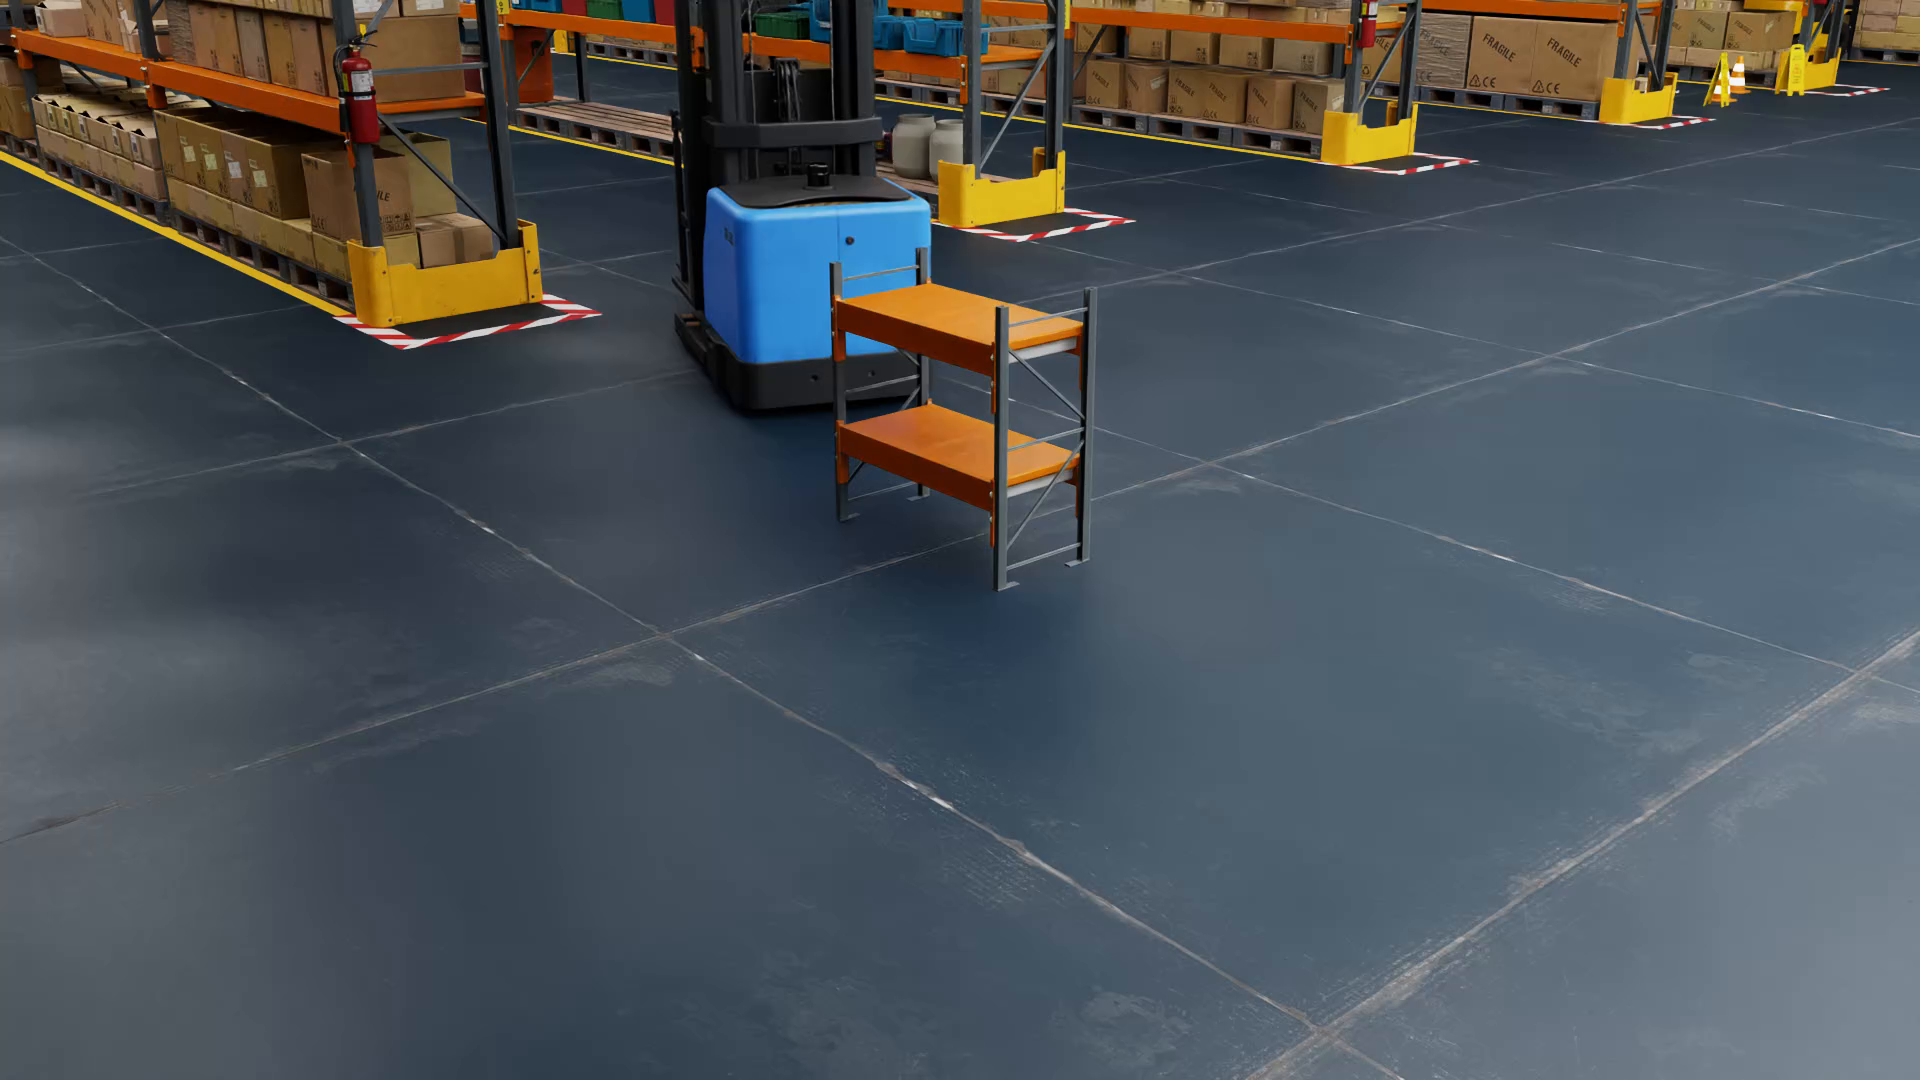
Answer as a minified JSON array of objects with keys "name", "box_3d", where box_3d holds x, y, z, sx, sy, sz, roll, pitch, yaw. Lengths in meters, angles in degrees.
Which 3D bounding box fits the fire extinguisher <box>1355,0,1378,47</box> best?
[{"name":"fire extinguisher","box_3d":[3.916,-5.083,15.954,0.296,0.674,0.183,-17,27,-37]}]

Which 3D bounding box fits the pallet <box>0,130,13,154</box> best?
[{"name":"pallet","box_3d":[-9.790,-4.367,17.844,1.003,0.211,1.213,-17,27,-37]}]

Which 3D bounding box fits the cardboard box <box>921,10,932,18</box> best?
[{"name":"cardboard box","box_3d":[-0.445,-8.971,28.292,0.380,0.149,0.250,-17,27,-37]}]

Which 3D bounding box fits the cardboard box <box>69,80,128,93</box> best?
[{"name":"cardboard box","box_3d":[-8.619,-4.348,16.796,0.500,0.500,0.500,-16,27,-35]}]

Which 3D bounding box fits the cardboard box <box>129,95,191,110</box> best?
[{"name":"cardboard box","box_3d":[-7.339,-3.921,15.308,0.500,0.311,0.500,-18,27,-38]}]

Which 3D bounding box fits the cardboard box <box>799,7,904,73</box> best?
[{"name":"cardboard box","box_3d":[-1.466,-6.872,22.754,1.225,0.875,0.875,-19,28,-40]}]

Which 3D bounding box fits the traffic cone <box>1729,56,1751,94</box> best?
[{"name":"traffic cone","box_3d":[10.440,-6.249,22.305,0.336,0.463,0.334,-17,27,-37]}]

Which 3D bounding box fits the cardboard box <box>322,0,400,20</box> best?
[{"name":"cardboard box","box_3d":[-3.711,-3.311,10.299,0.380,0.149,0.250,-18,28,-38]}]

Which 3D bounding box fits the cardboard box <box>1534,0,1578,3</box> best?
[{"name":"cardboard box","box_3d":[7.362,-6.721,19.825,0.875,0.550,0.550,-17,27,-37]}]

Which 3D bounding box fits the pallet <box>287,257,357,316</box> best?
[{"name":"pallet","box_3d":[-3.848,-1.806,11.304,1.003,0.211,1.213,-17,27,-37]}]

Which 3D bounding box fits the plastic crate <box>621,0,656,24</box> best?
[{"name":"plastic crate","box_3d":[-3.128,-5.409,16.703,0.392,0.384,0.575,-17,27,-37]}]

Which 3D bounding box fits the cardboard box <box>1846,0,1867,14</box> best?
[{"name":"cardboard box","box_3d":[14.244,-8.512,26.427,0.500,0.250,0.500,-17,27,-37]}]

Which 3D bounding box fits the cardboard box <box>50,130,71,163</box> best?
[{"name":"cardboard box","box_3d":[-8.091,-3.675,15.448,0.500,0.250,0.500,-18,28,-39]}]

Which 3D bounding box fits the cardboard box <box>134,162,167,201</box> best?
[{"name":"cardboard box","box_3d":[-6.418,-2.969,13.645,0.500,0.250,0.500,-18,28,-38]}]

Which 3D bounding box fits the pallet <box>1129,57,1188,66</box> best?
[{"name":"pallet","box_3d":[3.250,-7.089,24.793,1.003,0.211,1.213,-17,27,-37]}]

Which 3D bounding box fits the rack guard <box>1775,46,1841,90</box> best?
[{"name":"rack guard","box_3d":[11.648,-6.476,22.833,1.175,0.500,0.348,-17,27,-37]}]

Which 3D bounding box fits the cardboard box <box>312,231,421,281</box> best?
[{"name":"cardboard box","box_3d":[-3.891,-1.896,10.906,0.500,0.250,0.500,-17,27,-37]}]

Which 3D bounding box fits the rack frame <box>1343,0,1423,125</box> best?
[{"name":"rack frame","box_3d":[4.190,-5.260,16.300,1.000,3.000,0.127,-17,27,-37]}]

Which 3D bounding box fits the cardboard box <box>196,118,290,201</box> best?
[{"name":"cardboard box","box_3d":[-5.209,-2.793,12.169,0.500,0.500,0.500,-17,27,-37]}]

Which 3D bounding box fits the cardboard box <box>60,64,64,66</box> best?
[{"name":"cardboard box","box_3d":[-10.294,-5.052,18.595,0.500,0.500,0.500,-17,27,-37]}]

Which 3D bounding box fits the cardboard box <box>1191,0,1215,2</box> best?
[{"name":"cardboard box","box_3d":[2.824,-6.002,17.651,0.875,0.500,0.500,-17,27,-37]}]

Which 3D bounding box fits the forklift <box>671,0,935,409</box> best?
[{"name":"forklift","box_3d":[-1.088,-2.538,9.446,1.130,2.935,3.031,-7,22,-17]}]

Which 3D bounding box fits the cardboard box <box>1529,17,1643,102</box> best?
[{"name":"cardboard box","box_3d":[7.521,-5.791,19.993,0.875,0.875,0.875,-17,27,-37]}]

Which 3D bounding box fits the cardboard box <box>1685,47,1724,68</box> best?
[{"name":"cardboard box","box_3d":[10.634,-6.839,23.525,0.500,0.250,0.500,-17,27,-37]}]

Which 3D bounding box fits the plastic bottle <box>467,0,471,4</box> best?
[{"name":"plastic bottle","box_3d":[-5.710,-6.395,19.375,0.097,0.271,0.097,0,21,0]}]

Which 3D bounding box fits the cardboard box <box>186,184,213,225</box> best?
[{"name":"cardboard box","box_3d":[-5.532,-2.583,12.661,0.500,0.250,0.500,-17,27,-37]}]

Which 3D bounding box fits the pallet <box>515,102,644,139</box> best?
[{"name":"pallet","box_3d":[-4.307,-4.769,18.872,1.003,0.211,1.213,-17,27,-37]}]

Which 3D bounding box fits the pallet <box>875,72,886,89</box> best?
[{"name":"pallet","box_3d":[-1.489,-6.408,23.054,1.003,0.211,1.213,-17,27,-37]}]

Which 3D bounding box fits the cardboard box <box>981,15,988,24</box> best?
[{"name":"cardboard box","box_3d":[0.462,-8.492,27.405,0.500,0.500,0.500,-16,27,-35]}]

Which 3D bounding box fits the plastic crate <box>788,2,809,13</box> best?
[{"name":"plastic crate","box_3d":[-1.245,-4.876,15.523,0.499,0.251,0.616,-17,27,-37]}]

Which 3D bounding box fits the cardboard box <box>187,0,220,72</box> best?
[{"name":"cardboard box","box_3d":[-5.284,-3.789,12.408,0.700,0.500,0.500,-18,28,-38]}]

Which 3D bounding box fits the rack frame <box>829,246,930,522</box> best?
[{"name":"rack frame","box_3d":[-0.336,-0.666,7.142,0.500,1.125,0.032,-17,27,-37]}]

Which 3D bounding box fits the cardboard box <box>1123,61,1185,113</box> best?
[{"name":"cardboard box","box_3d":[2.190,-5.120,18.795,0.500,0.500,0.500,-9,23,-21]}]

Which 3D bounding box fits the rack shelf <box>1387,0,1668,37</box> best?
[{"name":"rack shelf","box_3d":[6.708,-6.630,20.786,1.077,0.370,4.000,-17,27,-37]}]

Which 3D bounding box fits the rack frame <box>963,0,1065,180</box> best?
[{"name":"rack frame","box_3d":[0.438,-4.081,13.290,1.000,3.000,0.127,-17,27,-37]}]

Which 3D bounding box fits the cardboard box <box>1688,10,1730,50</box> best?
[{"name":"cardboard box","box_3d":[10.634,-7.186,23.384,0.500,0.500,0.500,-16,27,-36]}]

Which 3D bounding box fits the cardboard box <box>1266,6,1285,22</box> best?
[{"name":"cardboard box","box_3d":[3.332,-5.371,16.929,0.380,0.149,0.250,-17,27,-37]}]

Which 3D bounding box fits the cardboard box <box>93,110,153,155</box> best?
[{"name":"cardboard box","box_3d":[-7.078,-3.508,14.254,0.500,0.311,0.500,-18,27,-38]}]

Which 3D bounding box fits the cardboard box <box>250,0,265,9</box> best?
[{"name":"cardboard box","box_3d":[-4.557,-3.669,11.212,0.380,0.149,0.250,-17,27,-36]}]

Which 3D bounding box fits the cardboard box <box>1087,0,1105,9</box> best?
[{"name":"cardboard box","box_3d":[1.645,-6.045,18.649,0.380,0.149,0.250,-17,27,-37]}]

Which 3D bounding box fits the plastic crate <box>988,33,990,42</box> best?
[{"name":"plastic crate","box_3d":[0.098,-4.282,14.165,0.298,0.136,0.250,-17,27,-37]}]

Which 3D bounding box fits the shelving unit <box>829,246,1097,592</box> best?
[{"name":"shelving unit","box_3d":[-0.004,-0.526,6.784,0.538,1.125,1.048,-17,27,-37]}]

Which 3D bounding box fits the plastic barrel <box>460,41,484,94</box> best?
[{"name":"plastic barrel","box_3d":[-5.853,-5.807,20.428,0.600,0.588,0.708,-17,27,-37]}]

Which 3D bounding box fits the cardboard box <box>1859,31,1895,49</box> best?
[{"name":"cardboard box","box_3d":[14.592,-7.911,26.264,0.500,0.250,0.500,-17,27,-37]}]

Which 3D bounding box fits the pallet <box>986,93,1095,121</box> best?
[{"name":"pallet","box_3d":[1.070,-5.281,20.179,1.003,0.211,1.213,-17,27,-37]}]

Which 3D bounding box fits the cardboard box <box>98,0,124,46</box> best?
[{"name":"cardboard box","box_3d":[-7.087,-4.554,14.362,0.500,0.500,0.500,-17,27,-37]}]

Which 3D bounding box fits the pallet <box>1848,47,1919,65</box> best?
[{"name":"pallet","box_3d":[14.925,-7.705,26.366,1.003,0.211,1.213,-17,27,-37]}]

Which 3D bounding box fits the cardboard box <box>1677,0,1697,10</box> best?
[{"name":"cardboard box","box_3d":[10.355,-7.574,23.484,0.380,0.149,0.250,-16,27,-35]}]

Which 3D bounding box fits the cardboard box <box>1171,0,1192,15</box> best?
[{"name":"cardboard box","box_3d":[2.481,-5.706,17.783,0.380,0.149,0.250,-17,27,-37]}]

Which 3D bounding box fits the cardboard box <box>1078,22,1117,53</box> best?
[{"name":"cardboard box","box_3d":[2.164,-7.774,25.571,0.500,0.500,0.500,-18,27,-38]}]

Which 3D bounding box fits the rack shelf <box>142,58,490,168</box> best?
[{"name":"rack shelf","box_3d":[-4.622,-3.120,11.824,1.077,0.370,4.000,-17,27,-37]}]

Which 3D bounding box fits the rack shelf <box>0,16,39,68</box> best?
[{"name":"rack shelf","box_3d":[-9.844,-5.331,17.467,1.077,0.370,4.000,-17,27,-37]}]

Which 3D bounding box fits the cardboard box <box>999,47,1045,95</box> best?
[{"name":"cardboard box","box_3d":[0.898,-5.717,20.292,0.700,0.500,0.500,-18,27,-38]}]

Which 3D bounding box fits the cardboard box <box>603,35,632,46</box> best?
[{"name":"cardboard box","box_3d":[-5.181,-8.477,26.853,0.875,0.875,0.875,-17,27,-37]}]

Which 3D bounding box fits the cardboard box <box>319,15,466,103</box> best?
[{"name":"cardboard box","box_3d":[-3.612,-3.081,10.601,0.700,0.500,0.500,-17,27,-37]}]

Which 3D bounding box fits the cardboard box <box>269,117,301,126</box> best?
[{"name":"cardboard box","box_3d":[-4.813,-2.918,12.487,0.500,0.500,0.500,-17,27,-37]}]

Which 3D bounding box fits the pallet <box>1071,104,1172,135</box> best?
[{"name":"pallet","box_3d":[2.045,-4.889,19.178,1.003,0.211,1.213,-17,27,-37]}]
